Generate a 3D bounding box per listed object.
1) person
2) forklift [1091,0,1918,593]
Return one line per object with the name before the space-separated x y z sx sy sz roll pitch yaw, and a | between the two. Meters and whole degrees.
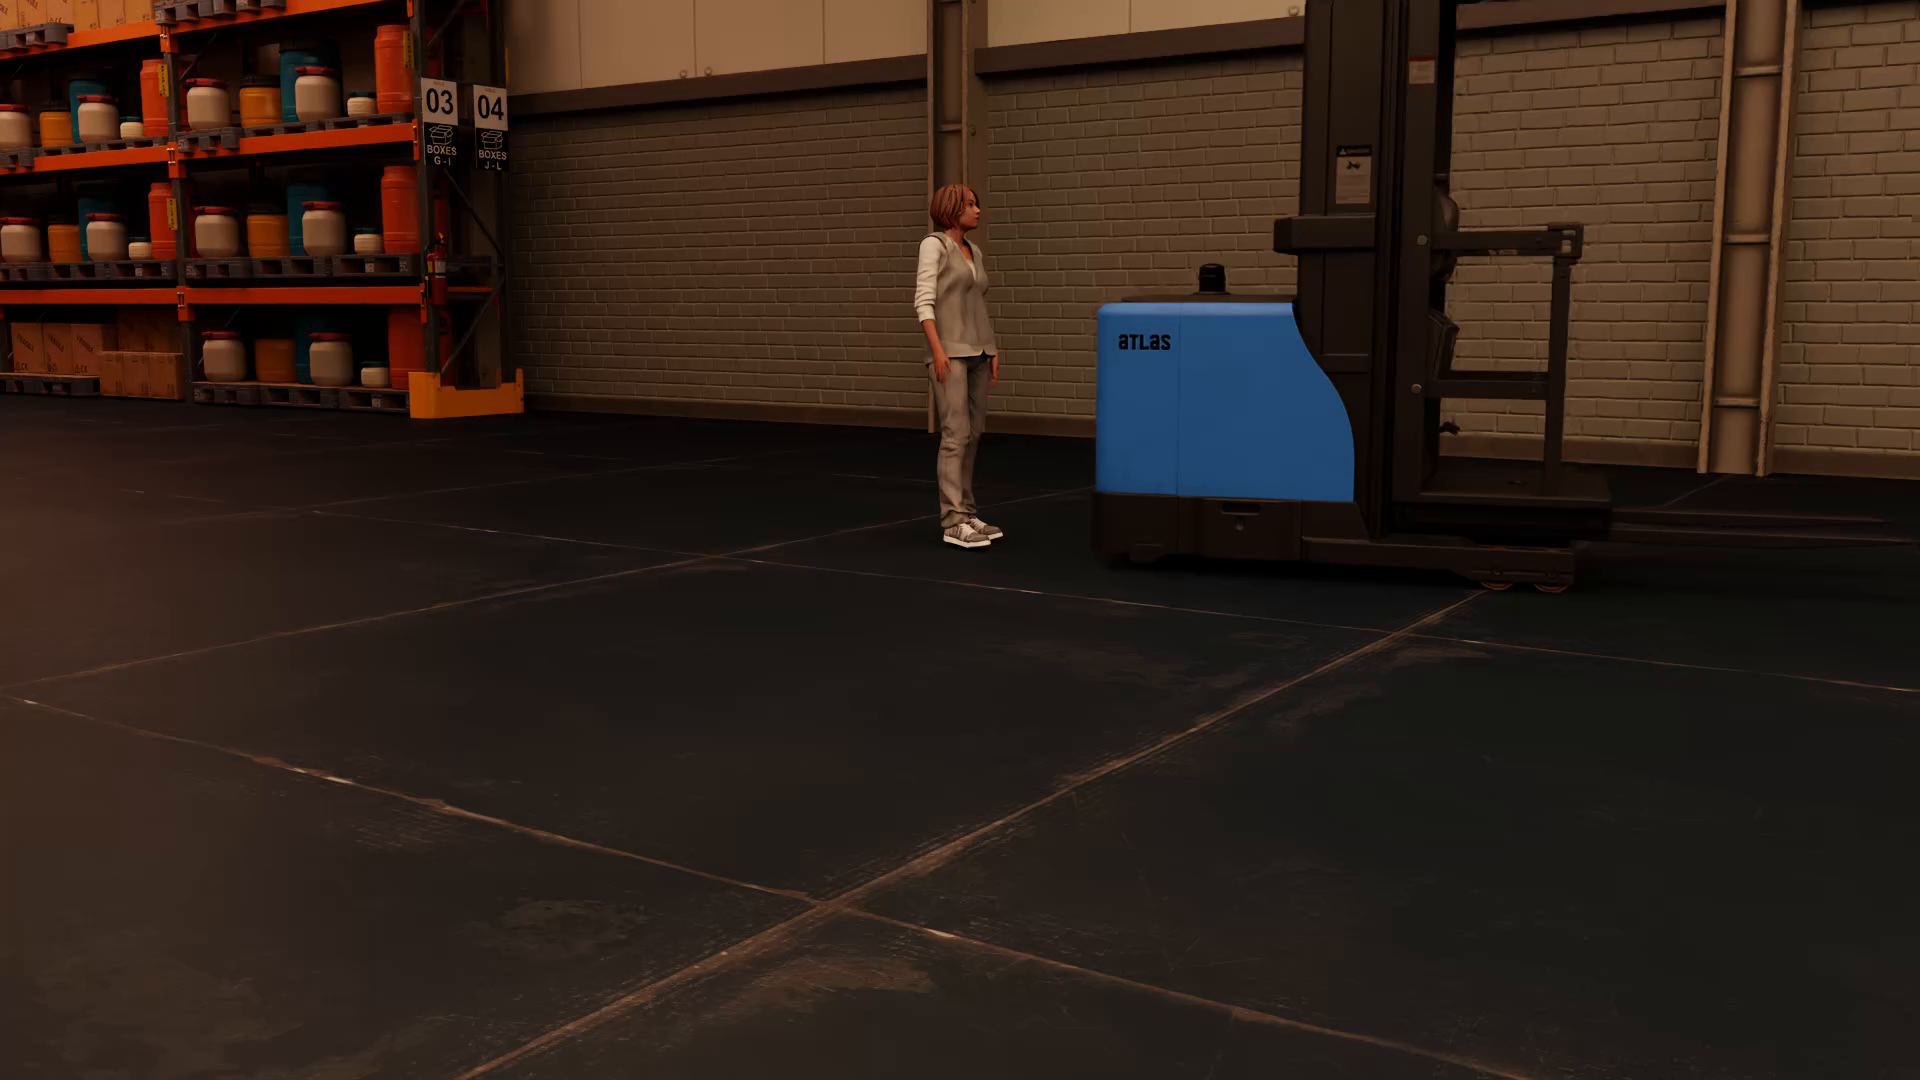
person | 0.054 -0.787 7.438 0.473 1.592 0.521 5 10 34
forklift | 2.114 -1.336 6.587 3.031 2.935 1.130 3 9 19
